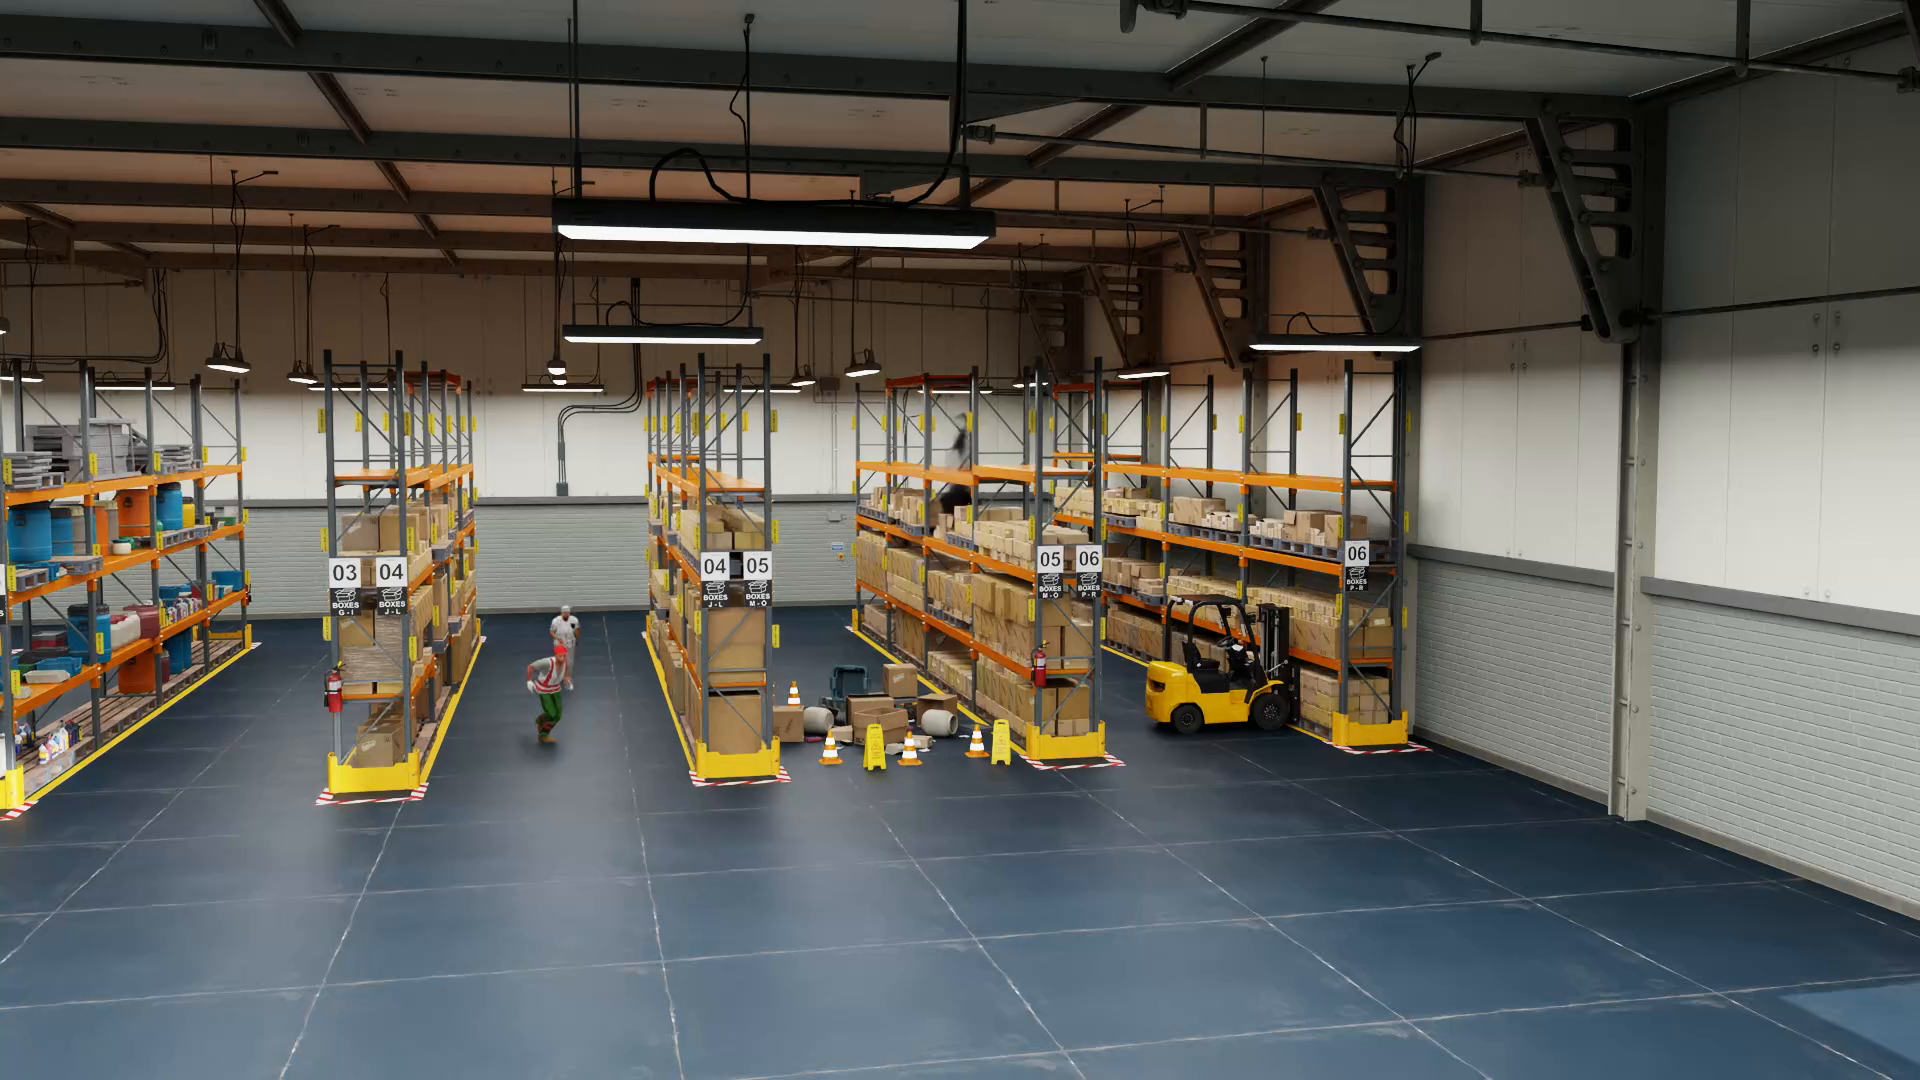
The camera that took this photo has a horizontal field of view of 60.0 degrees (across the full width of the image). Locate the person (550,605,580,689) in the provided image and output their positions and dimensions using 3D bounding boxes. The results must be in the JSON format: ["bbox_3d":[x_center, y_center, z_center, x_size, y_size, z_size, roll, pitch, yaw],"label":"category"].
[{"bbox_3d":[-7.496,2.022,31.594,0.572,1.609,0.739,-1,4,-16],"label":"person"}]

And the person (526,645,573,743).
[{"bbox_3d":[-6.401,2.408,25.959,0.828,1.590,0.693,4,5,43],"label":"person"}]
